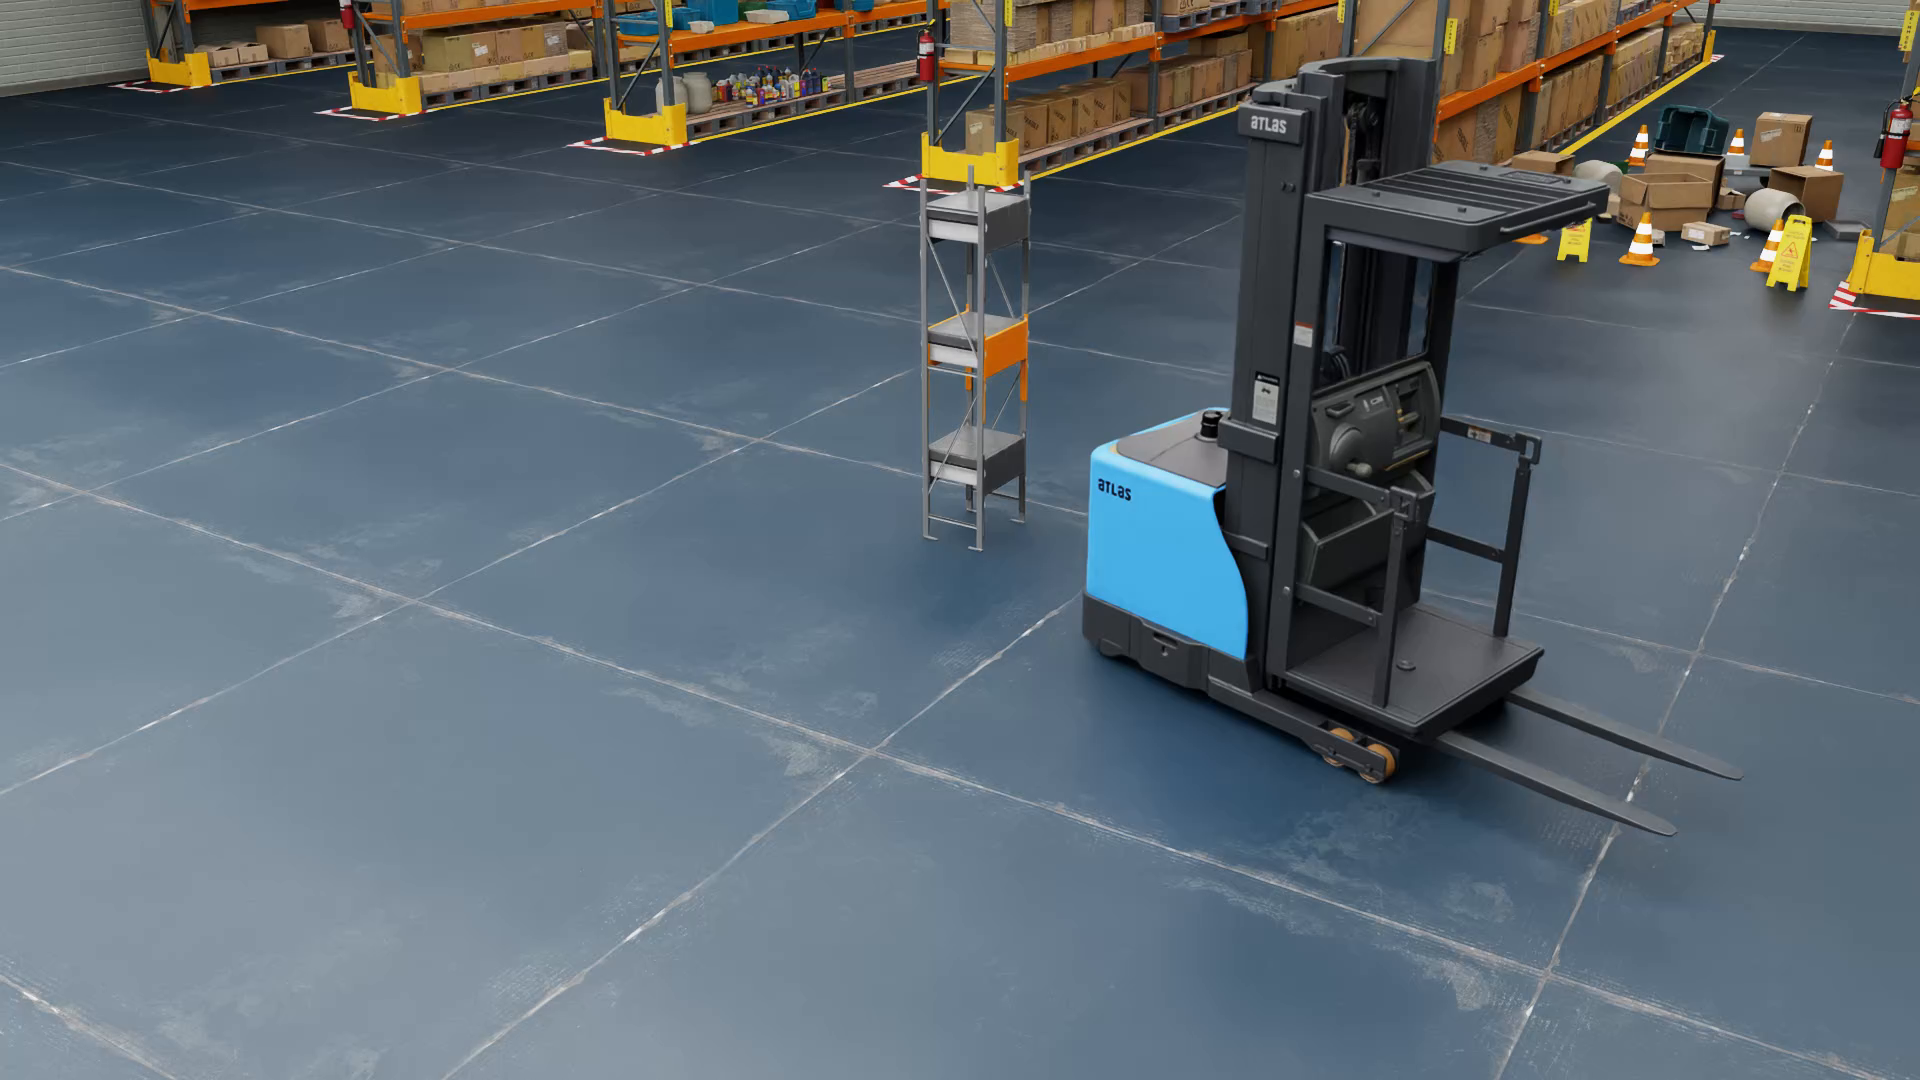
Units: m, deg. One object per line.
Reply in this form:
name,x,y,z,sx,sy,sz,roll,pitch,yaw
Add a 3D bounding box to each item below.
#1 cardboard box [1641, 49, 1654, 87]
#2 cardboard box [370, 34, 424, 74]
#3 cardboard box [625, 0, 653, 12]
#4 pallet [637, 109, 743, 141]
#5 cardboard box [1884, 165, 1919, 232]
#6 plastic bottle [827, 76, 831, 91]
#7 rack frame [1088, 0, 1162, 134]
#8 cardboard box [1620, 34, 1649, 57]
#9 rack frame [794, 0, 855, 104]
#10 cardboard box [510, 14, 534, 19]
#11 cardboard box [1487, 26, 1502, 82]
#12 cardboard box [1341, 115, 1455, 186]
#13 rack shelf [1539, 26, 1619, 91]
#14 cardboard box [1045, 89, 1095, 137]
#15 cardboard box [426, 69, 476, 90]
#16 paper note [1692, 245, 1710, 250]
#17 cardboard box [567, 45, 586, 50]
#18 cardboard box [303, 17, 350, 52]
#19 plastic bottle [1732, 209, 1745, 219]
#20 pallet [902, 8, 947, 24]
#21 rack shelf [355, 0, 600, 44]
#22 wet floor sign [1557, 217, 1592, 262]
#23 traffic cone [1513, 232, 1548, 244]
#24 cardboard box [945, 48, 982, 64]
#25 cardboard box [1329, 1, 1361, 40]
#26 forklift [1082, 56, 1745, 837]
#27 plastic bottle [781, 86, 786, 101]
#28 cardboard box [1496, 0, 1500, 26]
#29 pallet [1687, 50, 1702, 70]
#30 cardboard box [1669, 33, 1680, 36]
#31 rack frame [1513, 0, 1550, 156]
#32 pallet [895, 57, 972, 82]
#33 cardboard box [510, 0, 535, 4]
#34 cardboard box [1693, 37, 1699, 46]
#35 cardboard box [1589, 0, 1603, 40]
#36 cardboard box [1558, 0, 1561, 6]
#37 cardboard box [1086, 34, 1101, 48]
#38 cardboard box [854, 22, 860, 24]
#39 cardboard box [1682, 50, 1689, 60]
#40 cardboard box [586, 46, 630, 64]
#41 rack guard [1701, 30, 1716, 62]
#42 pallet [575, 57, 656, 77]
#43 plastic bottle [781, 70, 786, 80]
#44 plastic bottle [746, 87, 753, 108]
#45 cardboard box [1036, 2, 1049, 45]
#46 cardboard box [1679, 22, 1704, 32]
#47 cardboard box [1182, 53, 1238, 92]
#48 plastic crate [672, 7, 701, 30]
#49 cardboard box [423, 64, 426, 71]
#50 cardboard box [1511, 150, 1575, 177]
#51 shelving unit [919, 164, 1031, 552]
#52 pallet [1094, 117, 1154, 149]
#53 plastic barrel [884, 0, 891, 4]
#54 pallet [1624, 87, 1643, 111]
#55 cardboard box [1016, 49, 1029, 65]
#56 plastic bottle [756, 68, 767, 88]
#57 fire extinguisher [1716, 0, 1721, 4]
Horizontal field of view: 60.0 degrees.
cardboard box,10.116,-7.134,25.071,0.500,0.500,0.500,13,27,28
cardboard box,-8.311,-7.183,24.555,0.500,0.500,0.500,14,27,29
cardboard box,-6.920,-11.411,34.510,0.750,0.750,0.750,15,27,31
pallet,-3.702,-5.654,22.545,1.003,0.211,1.213,14,27,29
cardboard box,8.693,-3.111,15.148,0.500,0.500,0.500,14,27,29
plastic bottle,-1.952,-6.705,24.432,0.097,0.201,0.097,0,23,0
rack frame,2.183,-6.937,21.999,1.000,3.000,0.127,14,27,29
cardboard box,9.836,-7.297,24.505,0.500,0.250,0.500,13,26,27
rack frame,-2.025,-7.975,24.397,1.000,3.000,0.127,14,27,29
cardboard box,-8.667,-10.202,32.134,0.700,0.500,0.500,14,27,30
cardboard box,5.309,-5.258,17.931,0.875,0.550,0.500,14,27,29
cardboard box,4.535,-3.974,17.300,0.875,0.875,0.875,14,27,29
rack shelf,7.398,-6.209,21.222,1.077,0.370,4.000,14,27,29
cardboard box,1.382,-5.435,21.148,0.500,0.500,0.500,11,26,24
cardboard box,-7.609,-6.899,24.844,0.500,0.250,0.500,14,27,29
paper note,7.300,-2.884,16.374,0.148,0.019,0.142,5,24,11
cardboard box,-6.259,-8.146,27.724,0.500,0.250,0.500,14,27,28
cardboard box,-10.955,-8.748,28.774,0.500,0.500,0.500,12,26,25
plastic bottle,8.328,-3.470,17.688,0.133,0.061,0.283,20,30,38
pallet,-1.005,-11.080,35.079,1.003,0.211,1.213,14,27,29
rack shelf,-7.286,-8.009,25.381,1.077,0.370,4.000,14,27,29
wet floor sign,5.900,-3.009,15.888,0.267,0.644,0.232,9,25,20
traffic cone,5.720,-3.231,16.632,0.336,0.463,0.334,14,27,29
cardboard box,0.048,-5.612,19.253,0.380,0.149,0.250,14,27,29
cardboard box,6.082,-8.635,28.067,1.225,0.875,0.875,14,27,29
forklift,1.994,-0.510,7.239,1.130,2.935,3.031,-20,31,-39
plastic bottle,-2.519,-6.342,23.592,0.097,0.201,0.097,0,23,0
cardboard box,5.254,-5.767,17.748,0.875,0.550,0.500,14,27,29
pallet,12.175,-8.342,28.754,1.003,0.211,1.213,14,27,29
cardboard box,11.604,-8.241,27.323,0.380,0.149,0.250,13,26,27
rack frame,6.343,-5.864,19.520,1.000,3.000,0.127,14,27,29
pallet,-0.357,-7.792,27.484,1.003,0.211,1.213,14,27,29
cardboard box,-7.000,-8.562,25.625,0.700,0.500,0.500,14,27,30
cardboard box,12.365,-8.521,28.344,0.380,0.149,0.250,13,26,27
cardboard box,7.916,-6.715,21.359,0.500,0.500,0.500,13,27,28
cardboard box,6.870,-6.711,20.093,0.700,0.500,0.500,13,27,28
cardboard box,1.516,-6.185,20.577,0.380,0.149,0.250,14,27,29
cardboard box,-2.296,-10.378,32.539,0.500,0.500,0.500,14,27,29
cardboard box,11.949,-8.125,27.802,0.380,0.149,0.250,14,27,30
cardboard box,-5.808,-8.030,27.455,0.500,0.250,0.500,13,27,28
rack guard,12.633,-8.741,29.313,1.175,0.500,0.348,14,27,29
pallet,-5.876,-7.992,27.945,1.003,0.211,1.213,14,27,29
plastic bottle,-2.622,-6.778,24.497,0.061,0.283,0.133,14,27,29
plastic bottle,-2.914,-6.122,22.996,0.097,0.271,0.097,0,23,0
cardboard box,0.548,-6.144,19.665,0.875,0.500,0.500,14,27,29
cardboard box,12.609,-8.840,28.705,0.380,0.149,0.250,14,27,30
cardboard box,3.675,-6.922,24.557,0.700,0.500,0.500,11,26,25
plastic crate,-3.778,-7.007,22.347,0.499,0.251,0.408,14,27,29
cardboard box,-8.056,-7.010,25.099,0.500,0.250,0.500,14,27,29
cardboard box,6.396,-3.979,18.309,0.500,0.500,0.500,20,30,38
shelving unit,0.087,-1.019,9.462,0.431,2.100,0.503,14,27,29
pallet,1.859,-5.424,22.013,1.003,0.211,1.213,14,27,29
plastic barrel,-1.196,-8.326,25.382,0.301,0.262,0.301,0,23,0
pallet,9.511,-6.608,24.748,1.003,0.211,1.213,14,27,29
cardboard box,0.574,-5.599,19.223,0.380,0.149,0.250,14,27,29
plastic bottle,-2.903,-6.712,24.260,0.144,0.351,0.185,13,26,27
fire extinguisher,13.198,-9.696,28.938,0.296,0.674,0.183,14,27,29
